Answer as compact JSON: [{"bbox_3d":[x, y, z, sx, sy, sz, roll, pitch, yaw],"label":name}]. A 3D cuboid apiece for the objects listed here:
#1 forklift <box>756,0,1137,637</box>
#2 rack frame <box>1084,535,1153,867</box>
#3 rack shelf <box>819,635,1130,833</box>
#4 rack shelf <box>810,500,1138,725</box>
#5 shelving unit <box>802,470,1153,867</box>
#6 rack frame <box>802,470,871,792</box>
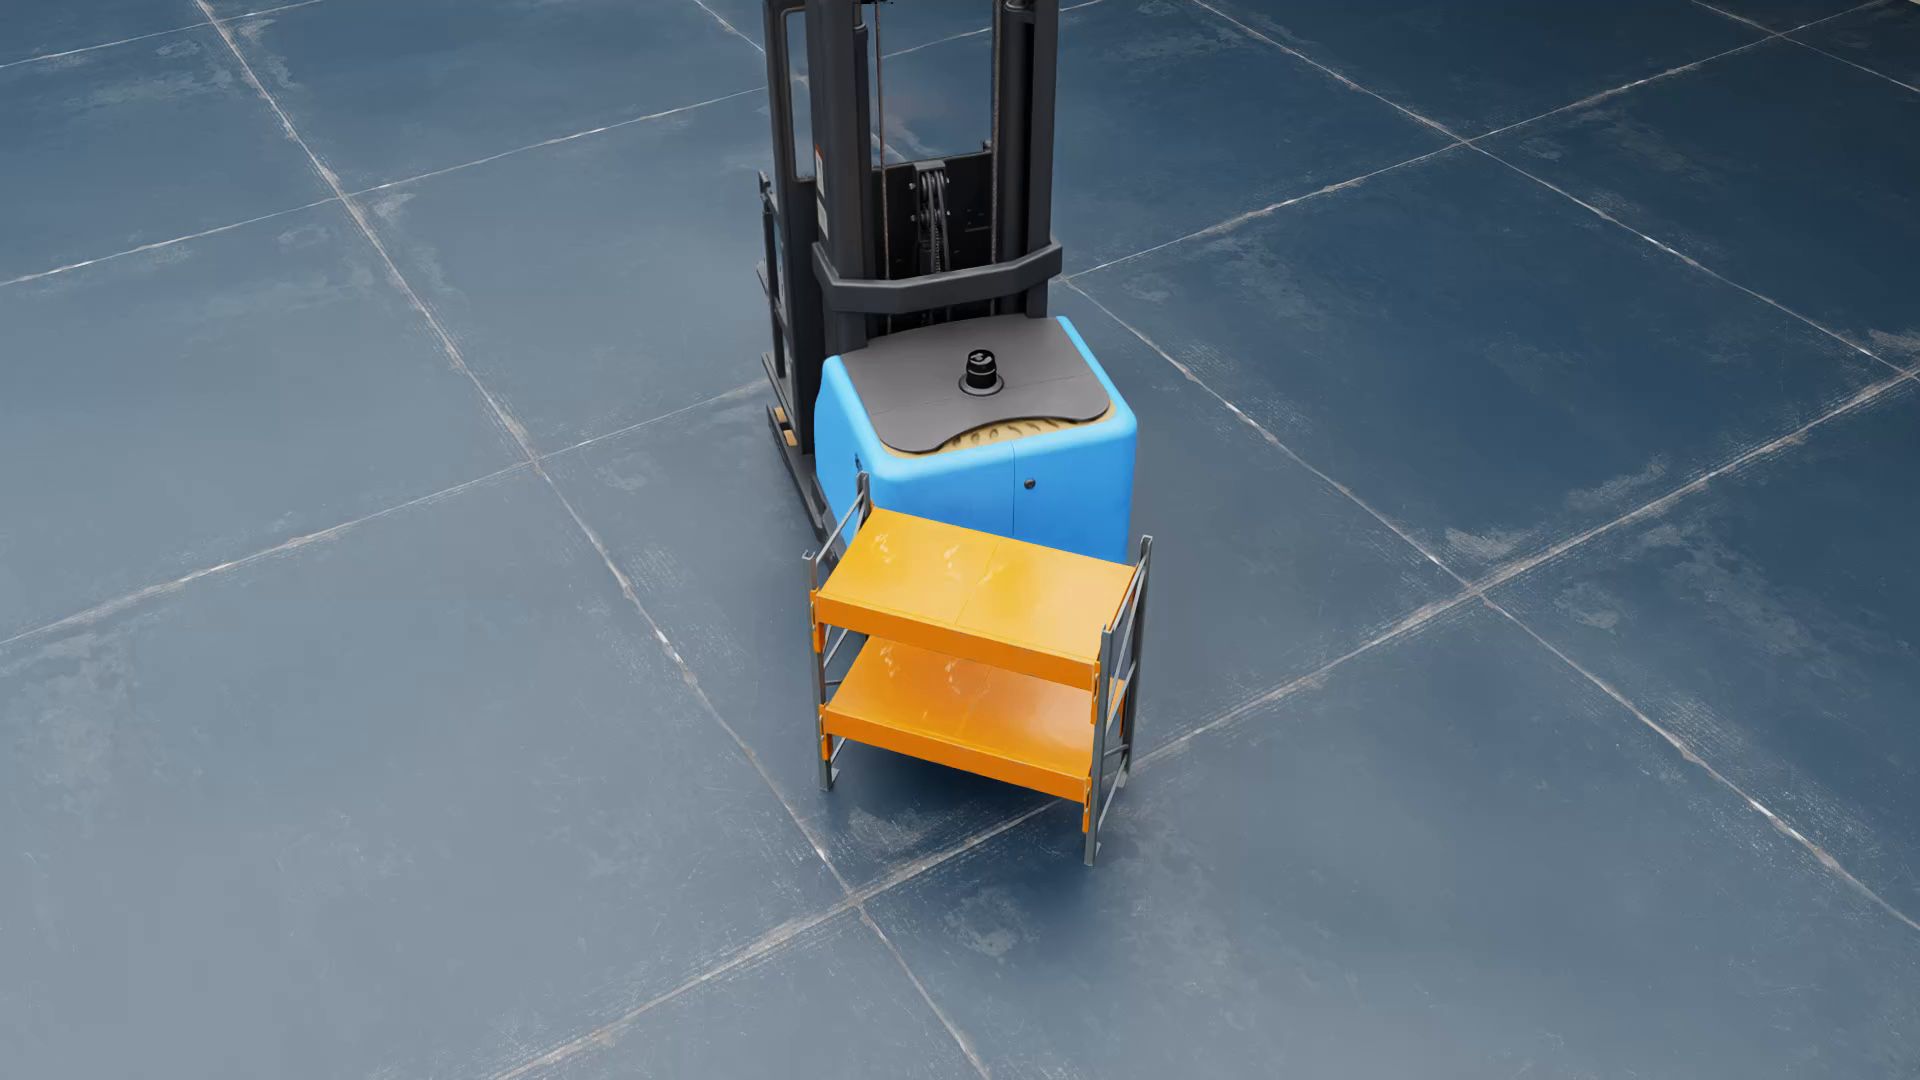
[{"bbox_3d":[-0.266,-1.542,6.811,1.130,2.935,3.031,-12,41,-14],"label":"forklift"},{"bbox_3d":[0.538,0.568,5.690,0.032,1.125,0.500,13,42,15],"label":"rack frame"},{"bbox_3d":[0.061,0.643,5.981,1.000,0.278,0.538,13,42,15],"label":"rack shelf"},{"bbox_3d":[0.061,0.231,5.637,1.000,0.278,0.538,13,42,15],"label":"rack shelf"},{"bbox_3d":[0.061,0.456,5.825,1.048,1.125,0.538,13,42,15],"label":"shelving unit"},{"bbox_3d":[-0.416,0.343,5.959,0.032,1.125,0.500,13,42,15],"label":"rack frame"}]
